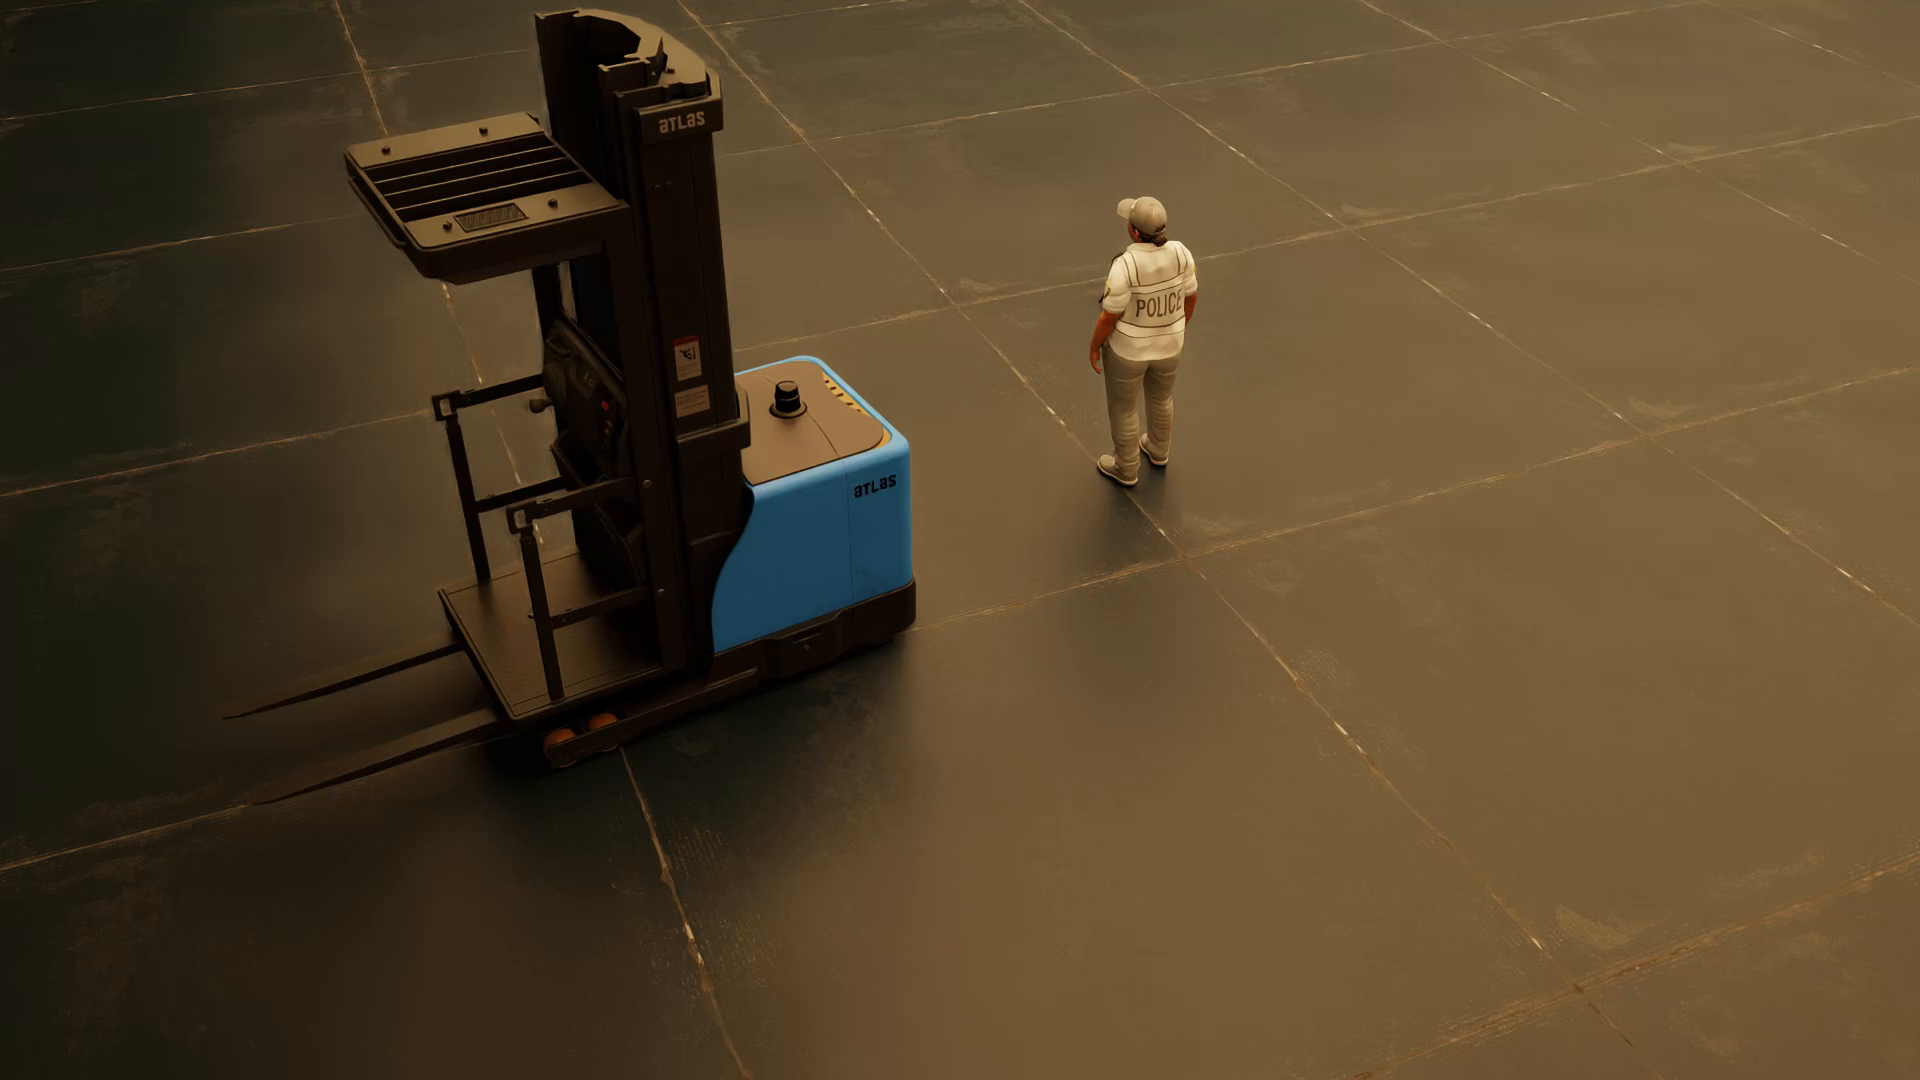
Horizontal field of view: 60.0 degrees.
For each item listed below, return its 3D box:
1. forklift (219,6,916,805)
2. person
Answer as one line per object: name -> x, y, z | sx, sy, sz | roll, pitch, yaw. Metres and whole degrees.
forklift -> -1.740, -0.557, 6.882 | 3.031, 2.935, 1.130 | -19, 40, -25
person -> 0.923, -1.052, 8.657 | 0.601, 1.669, 0.529 | -14, 38, -18
